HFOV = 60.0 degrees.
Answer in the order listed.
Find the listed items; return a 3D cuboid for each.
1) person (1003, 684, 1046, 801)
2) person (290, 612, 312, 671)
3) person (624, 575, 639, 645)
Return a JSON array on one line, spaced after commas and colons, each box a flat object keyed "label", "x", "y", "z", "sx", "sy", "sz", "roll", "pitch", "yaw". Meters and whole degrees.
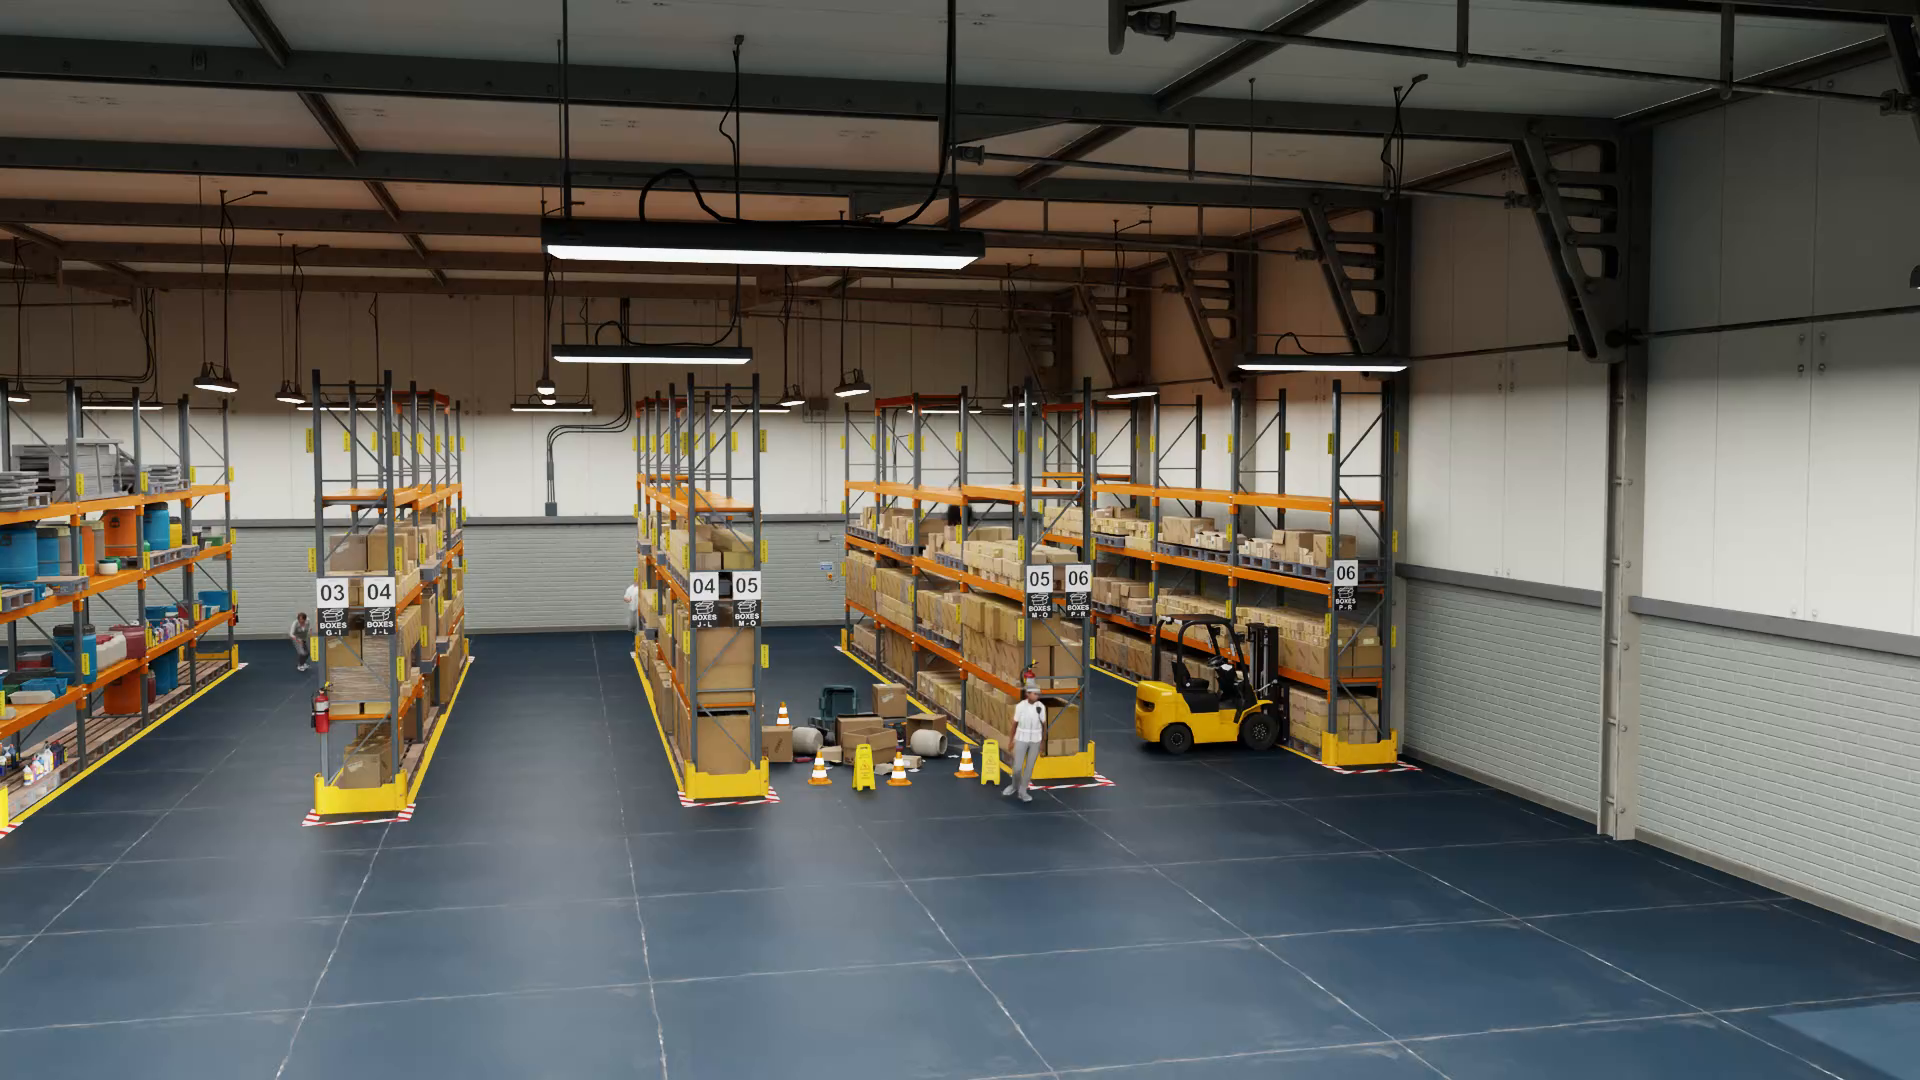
[{"label": "person", "x": 0.905, "y": 2.822, "z": 23.241, "sx": 0.580, "sy": 1.654, "sz": 0.457, "roll": -1, "pitch": 3, "yaw": -12}, {"label": "person", "x": -14.451, "y": 2.236, "z": 36.530, "sx": 0.827, "sy": 1.312, "sz": 0.619, "roll": 3, "pitch": 4, "yaw": 43}, {"label": "person", "x": -8.048, "y": 1.718, "z": 41.492, "sx": 0.667, "sy": 1.750, "sz": 0.926, "roll": 0, "pitch": 3, "yaw": 8}]
